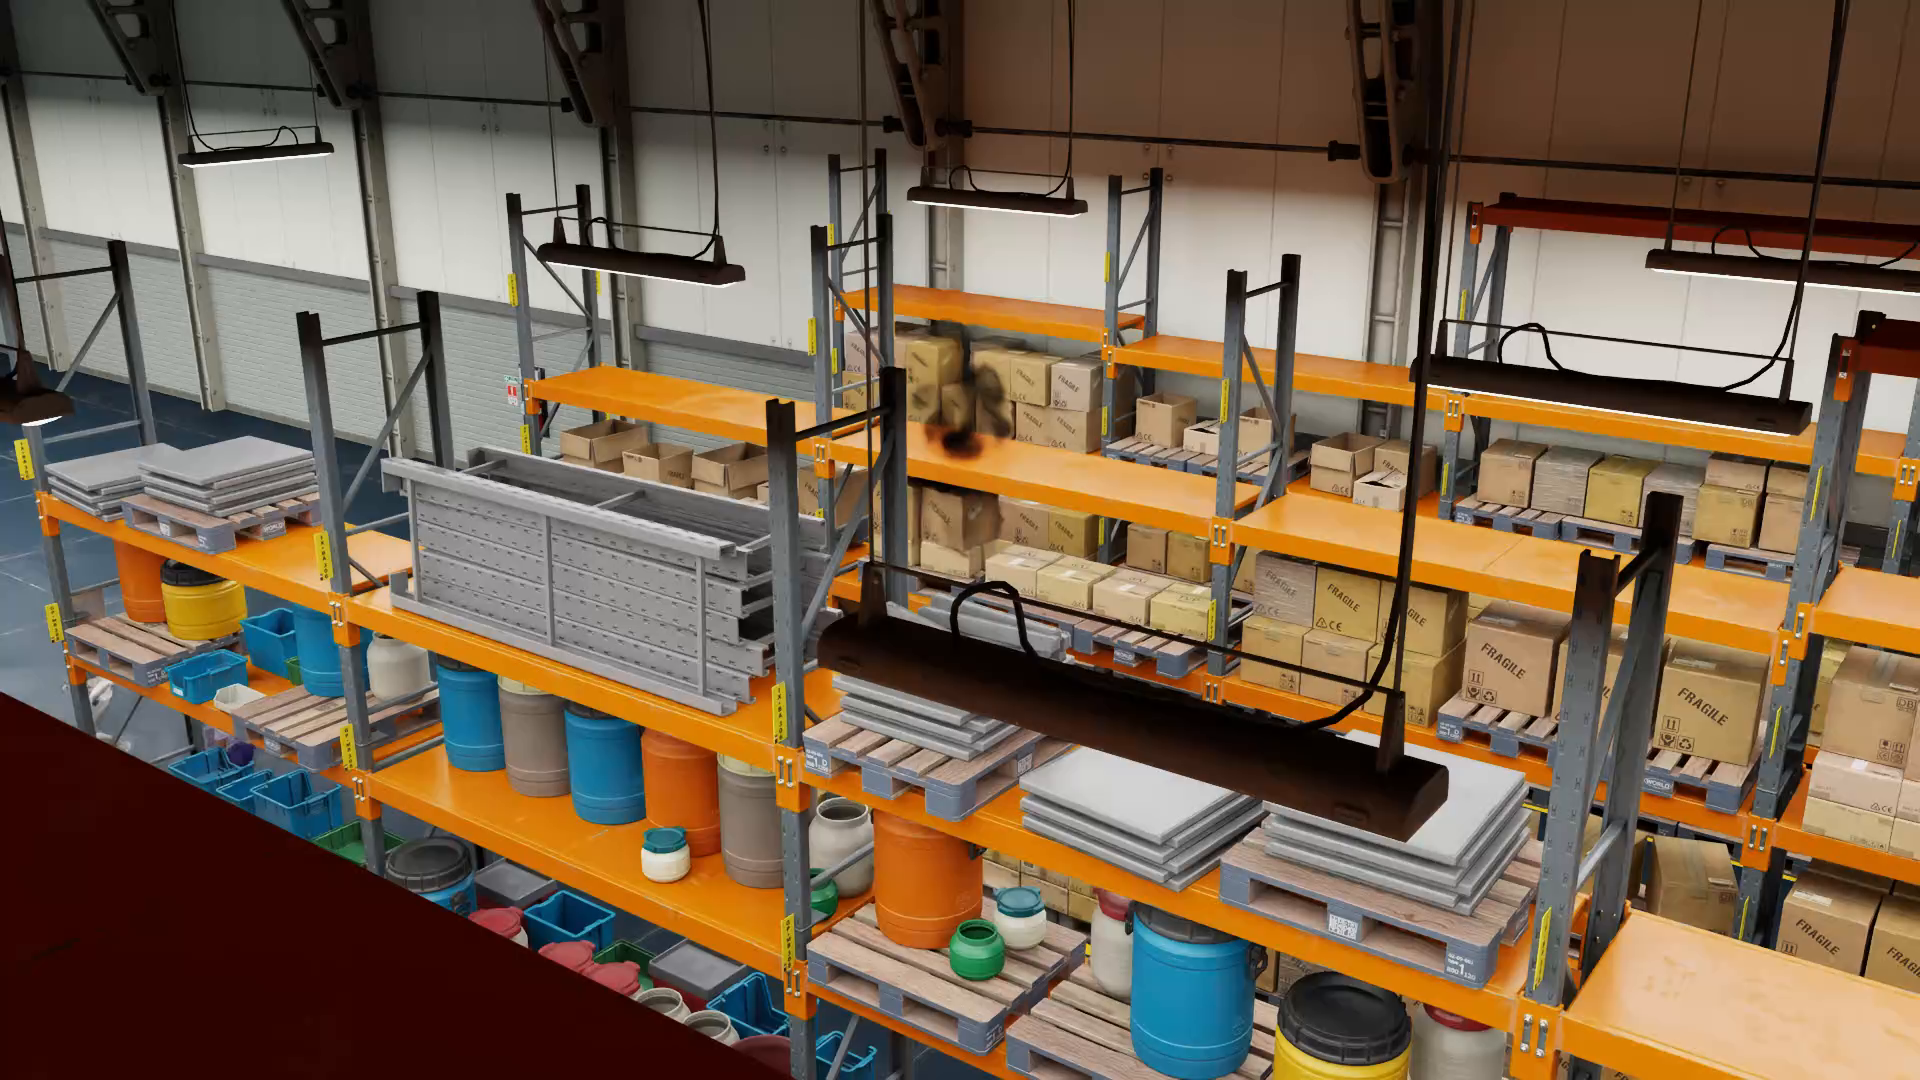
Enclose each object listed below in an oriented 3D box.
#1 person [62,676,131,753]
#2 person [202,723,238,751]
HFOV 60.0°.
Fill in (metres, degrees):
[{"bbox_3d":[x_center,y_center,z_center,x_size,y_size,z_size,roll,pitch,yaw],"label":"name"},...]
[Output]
[{"bbox_3d":[-9.120,1.676,17.503,0.562,1.650,0.609,-9,20,-24],"label":"person"},{"bbox_3d":[-7.201,2.128,16.298,0.520,1.577,0.608,4,19,11],"label":"person"}]
